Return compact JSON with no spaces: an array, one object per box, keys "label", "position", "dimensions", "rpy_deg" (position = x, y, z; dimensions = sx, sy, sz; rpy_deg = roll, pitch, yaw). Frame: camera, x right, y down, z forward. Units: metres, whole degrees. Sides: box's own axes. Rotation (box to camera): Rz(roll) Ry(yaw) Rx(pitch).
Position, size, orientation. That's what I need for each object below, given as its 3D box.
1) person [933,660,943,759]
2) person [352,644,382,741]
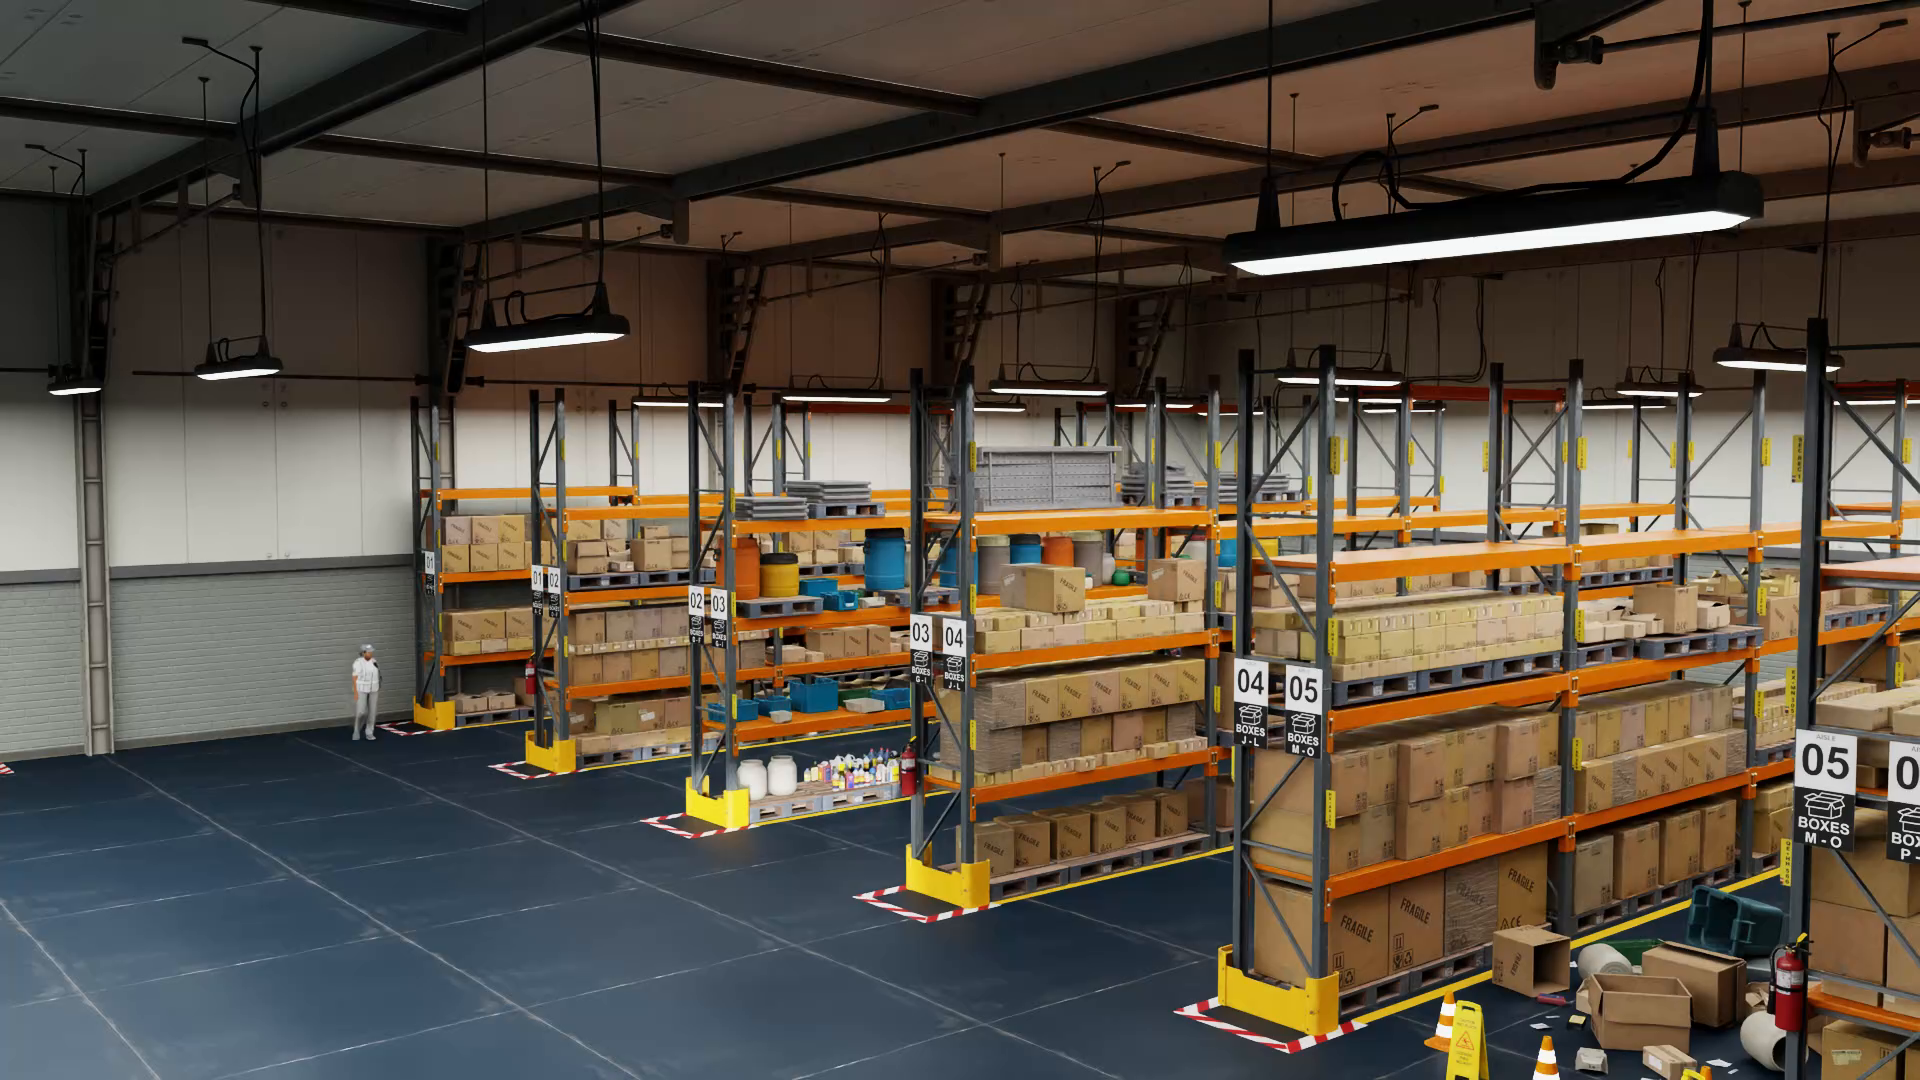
[{"label":"person","position":[-0.192,2.738,26.532],"dimensions":[0.543,1.717,1.057],"rpy_deg":[-2,4,-30]},{"label":"person","position":[-10.248,2.631,28.713],"dimensions":[0.493,1.668,0.430],"rpy_deg":[-3,5,-45]}]
